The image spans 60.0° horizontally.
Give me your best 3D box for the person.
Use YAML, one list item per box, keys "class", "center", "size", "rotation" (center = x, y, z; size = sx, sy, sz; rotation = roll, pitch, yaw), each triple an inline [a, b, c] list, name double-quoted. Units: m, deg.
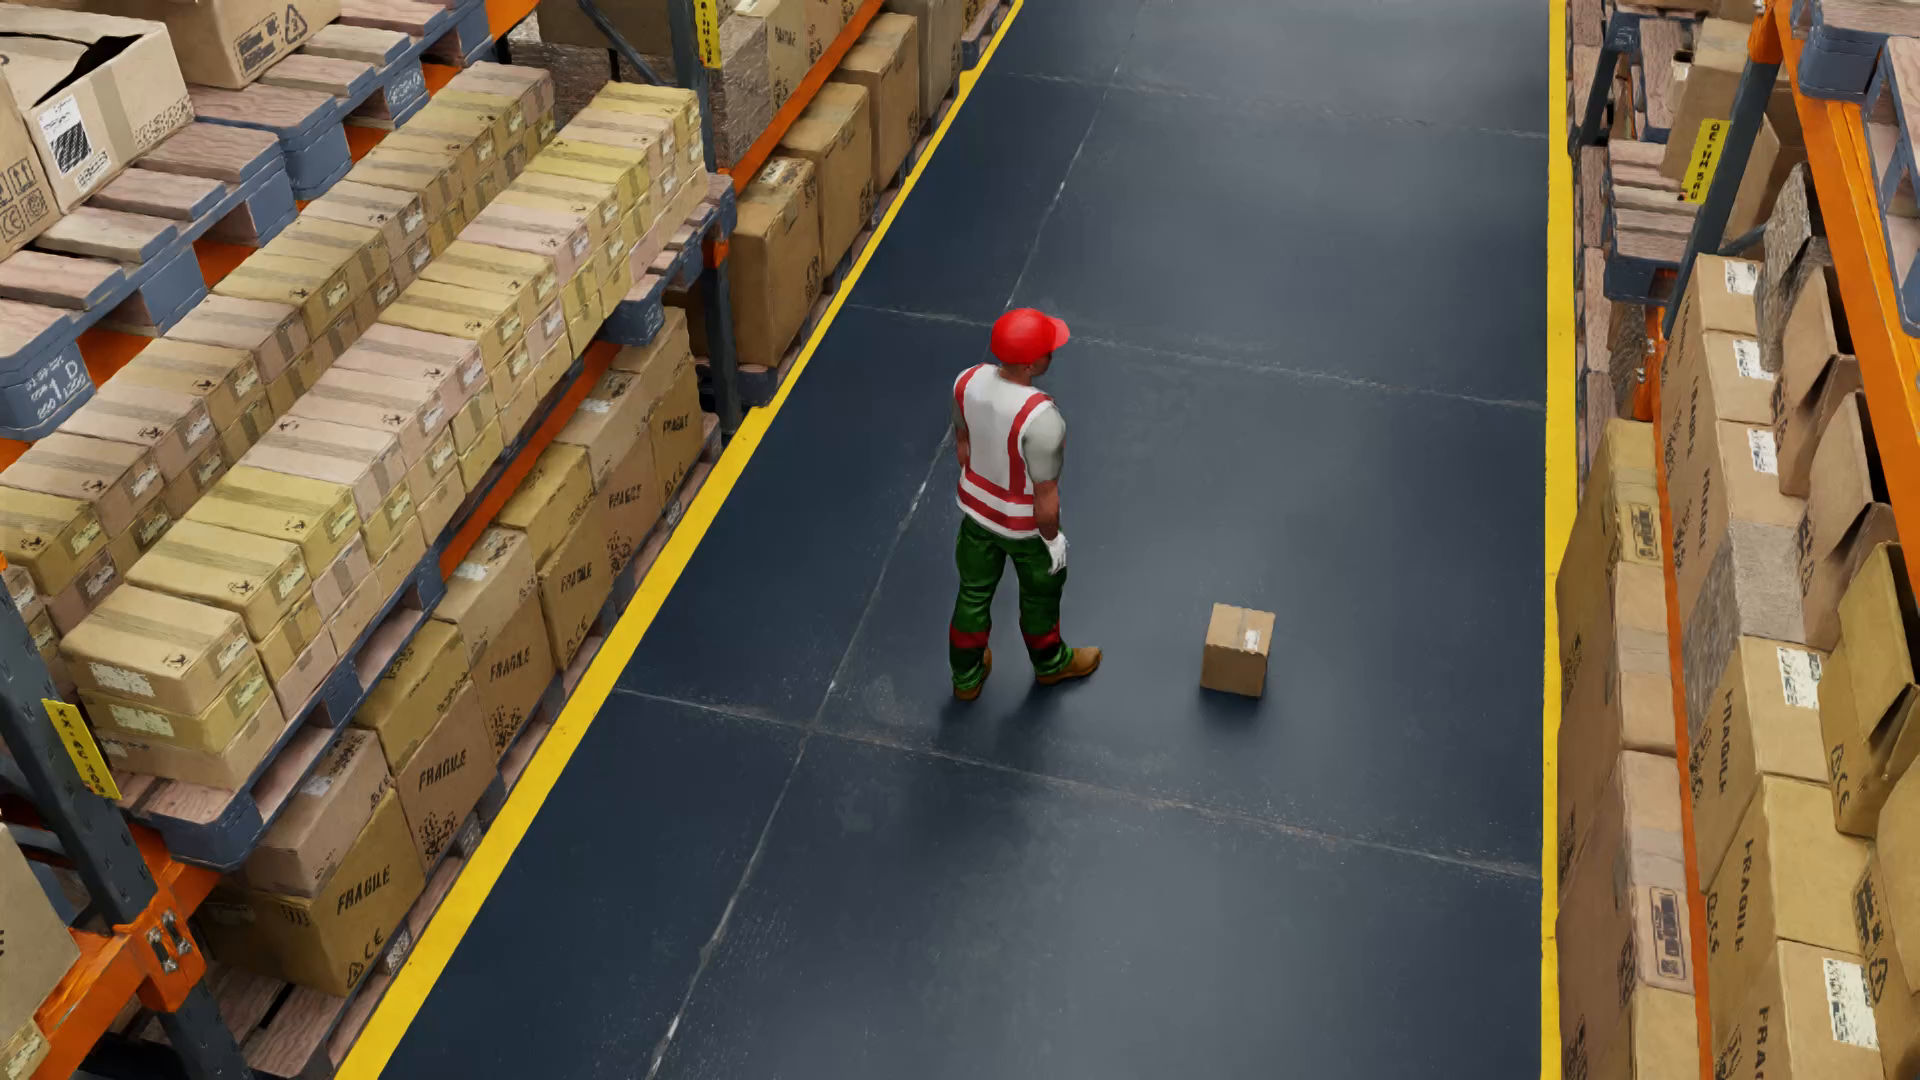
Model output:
- class: "person"
  center: [0.236, -0.134, 6.285]
  size: [0.544, 1.792, 0.585]
  rotation: [30, 49, 30]
